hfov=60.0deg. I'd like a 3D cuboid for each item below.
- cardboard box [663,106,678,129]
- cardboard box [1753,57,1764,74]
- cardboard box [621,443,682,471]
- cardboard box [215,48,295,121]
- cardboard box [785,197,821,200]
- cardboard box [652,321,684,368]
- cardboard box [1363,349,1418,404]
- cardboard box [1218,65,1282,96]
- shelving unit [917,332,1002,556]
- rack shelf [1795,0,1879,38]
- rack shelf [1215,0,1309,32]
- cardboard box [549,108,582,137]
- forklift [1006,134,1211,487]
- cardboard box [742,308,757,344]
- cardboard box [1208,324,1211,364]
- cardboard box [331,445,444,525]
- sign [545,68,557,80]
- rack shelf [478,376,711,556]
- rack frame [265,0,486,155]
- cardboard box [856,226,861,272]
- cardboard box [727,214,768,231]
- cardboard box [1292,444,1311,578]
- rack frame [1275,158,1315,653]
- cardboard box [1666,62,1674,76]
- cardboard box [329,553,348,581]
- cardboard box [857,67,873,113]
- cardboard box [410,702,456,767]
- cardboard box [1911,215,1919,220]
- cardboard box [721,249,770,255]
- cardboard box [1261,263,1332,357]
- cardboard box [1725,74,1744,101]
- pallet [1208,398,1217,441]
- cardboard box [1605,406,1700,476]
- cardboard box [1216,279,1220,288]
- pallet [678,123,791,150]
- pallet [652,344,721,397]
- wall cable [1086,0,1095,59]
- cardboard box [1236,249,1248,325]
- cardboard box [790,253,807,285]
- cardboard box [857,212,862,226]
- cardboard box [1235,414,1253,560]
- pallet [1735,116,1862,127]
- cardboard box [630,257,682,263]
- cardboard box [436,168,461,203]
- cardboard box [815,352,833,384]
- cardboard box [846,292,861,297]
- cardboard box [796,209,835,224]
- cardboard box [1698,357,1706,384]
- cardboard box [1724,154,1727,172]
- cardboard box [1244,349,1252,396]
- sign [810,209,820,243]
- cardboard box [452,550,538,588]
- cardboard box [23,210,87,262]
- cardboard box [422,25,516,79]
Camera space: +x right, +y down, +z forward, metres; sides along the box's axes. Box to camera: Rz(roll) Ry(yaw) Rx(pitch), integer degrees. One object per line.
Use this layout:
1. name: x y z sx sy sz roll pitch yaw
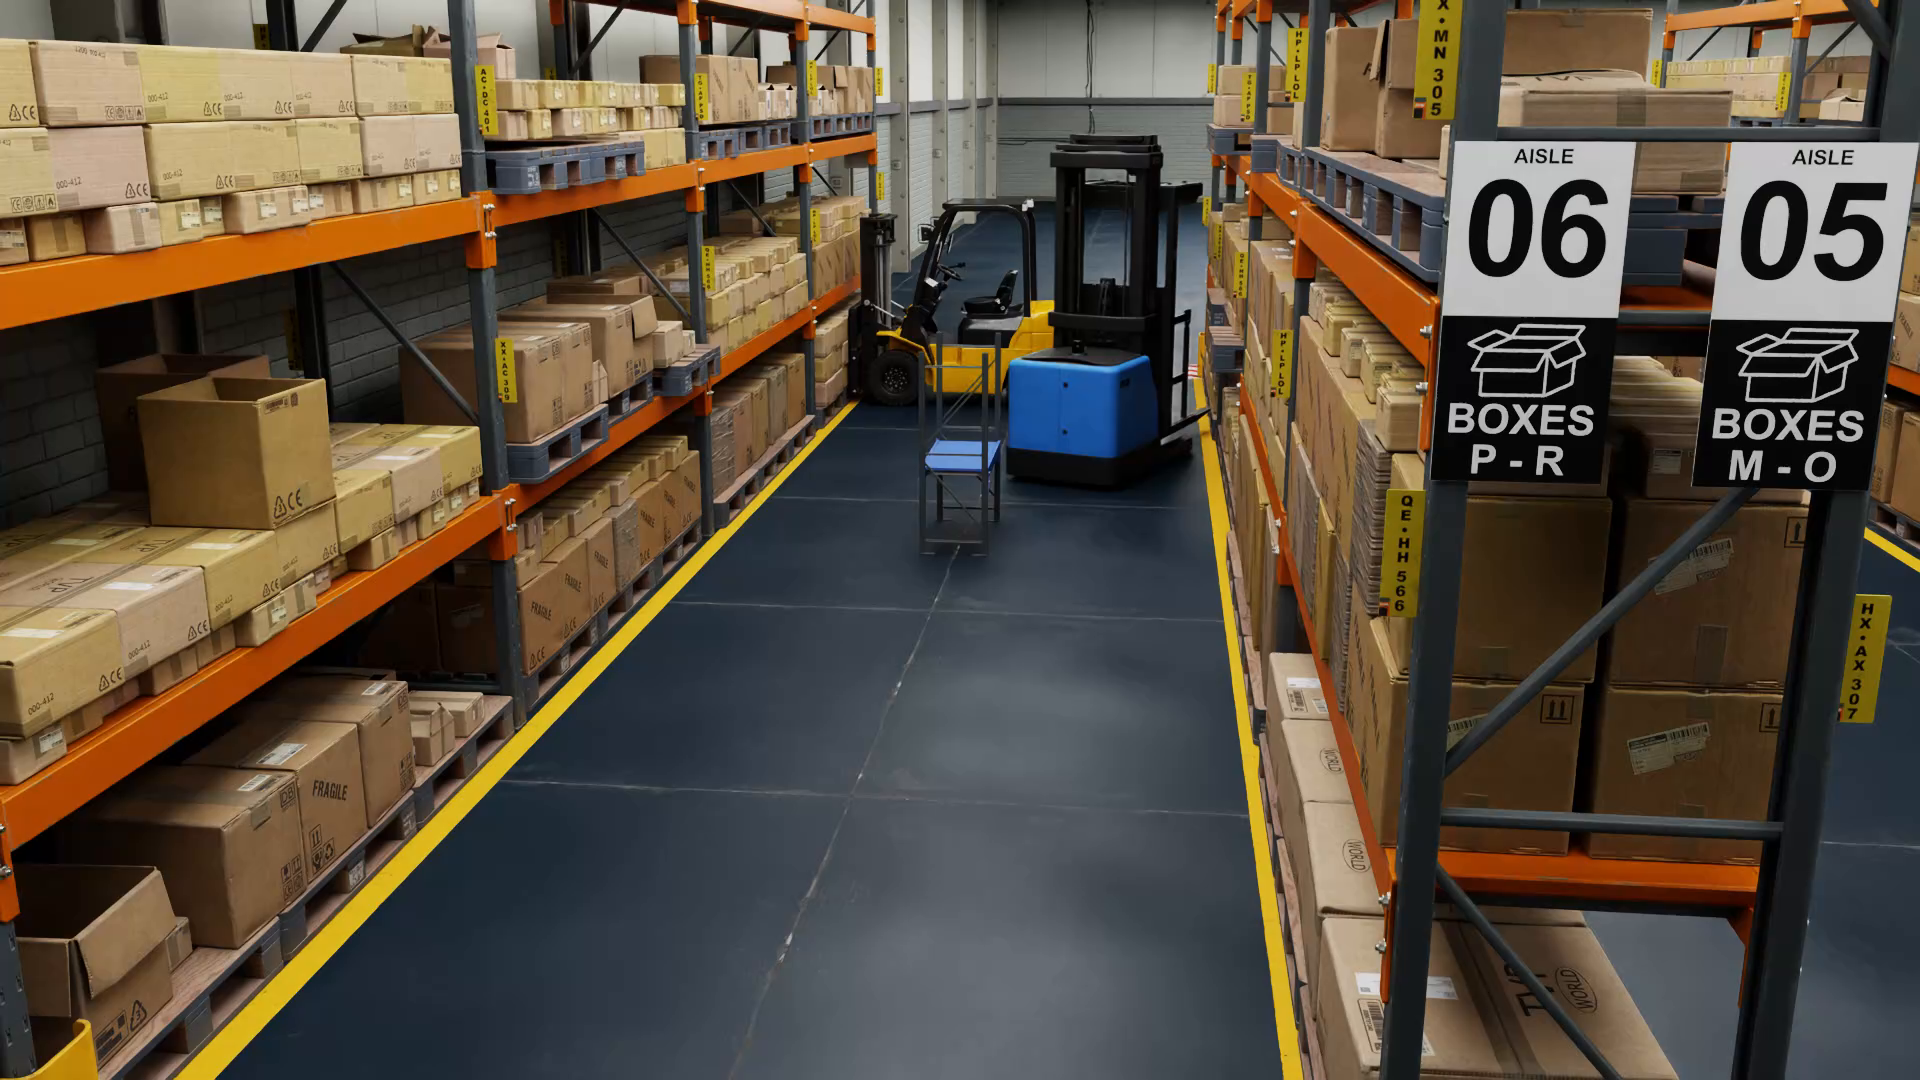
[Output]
1. cardboard box: -2.196 -2.961 11.645 0.380 0.149 0.250 2 15 7
2. cardboard box: 7.701 -4.463 15.630 0.380 0.149 0.250 2 15 6
3. cardboard box: -2.199 -0.594 11.855 0.380 0.149 0.250 1 15 3
4. cardboard box: -2.831 -1.680 6.143 0.500 0.250 0.500 2 15 8
5. cardboard box: -1.835 -3.924 19.425 0.380 0.149 0.250 2 15 8
6. cardboard box: -2.192 -1.340 11.352 0.500 0.250 0.500 1 15 4
7. cardboard box: 1.566 -0.548 5.592 0.380 0.149 0.250 2 15 8
8. cardboard box: 2.478 -3.935 14.246 0.500 0.250 0.500 1 15 5
9. shelving unit: 0.010 -0.746 12.548 0.538 1.500 1.048 2 15 6
10. rack shelf: 7.693 -4.102 12.737 1.077 0.370 4.000 2 15 6
11. rack shelf: 3.214 -5.450 16.964 1.077 0.370 4.000 2 15 6
12. cardboard box: -2.309 -2.296 9.146 0.380 0.149 0.250 2 15 7
13. forklift: 1.527 -2.209 15.218 1.130 2.935 3.031 8 17 26
14. cardboard box: -1.989 -1.792 13.830 0.500 0.250 0.500 1 15 4
15. cardboard box: 2.953 -2.187 18.029 0.500 0.500 0.500 2 15 7
16. cardboard box: -2.703 -0.257 7.582 0.500 0.250 0.500 2 15 6
17. sign: -2.946 -3.247 12.034 0.100 0.325 0.005 2 15 6
18. rack shelf: -2.621 -0.626 10.610 1.077 0.370 4.000 2 15 6
19. rack frame: -2.846 -3.351 7.815 1.000 3.000 0.127 2 15 6
20. cardboard box: -1.355 -3.346 19.098 0.500 0.500 0.500 2 15 8
21. cardboard box: -2.138 -3.190 16.710 0.380 0.149 0.250 1 15 5
22. cardboard box: 1.712 -0.114 7.144 0.500 0.500 0.500 2 15 7
23. rack frame: 2.086 -0.310 8.061 1.000 3.000 0.127 2 15 6
24. cardboard box: 8.016 -5.188 18.313 0.380 0.149 0.250 2 15 7
25. cardboard box: -2.842 0.091 7.062 0.380 0.149 0.250 2 15 7
26. cardboard box: -1.300 -5.193 19.185 0.500 0.500 0.500 2 15 8
27. cardboard box: -2.658 0.908 7.991 0.396 0.266 0.258 2 15 8
28. cardboard box: 7.755 -2.403 13.693 0.700 0.500 0.500 2 15 7
29. cardboard box: -1.876 -2.464 14.593 0.380 0.149 0.250 2 15 7
30. cardboard box: 2.058 -1.364 9.853 0.500 0.500 0.500 2 15 7
31. cardboard box: 7.835 -4.431 16.278 0.500 0.250 0.500 2 15 6
32. pallet: 3.029 -1.214 16.746 1.003 0.211 1.213 2 15 6
33. cardboard box: 1.909 -0.270 4.566 0.380 0.149 0.250 2 15 8
34. cardboard box: 2.834 -2.619 17.084 0.380 0.149 0.250 1 15 5
35. pallet: -2.030 -3.656 15.058 0.805 0.209 1.217 1 15 4
36. pallet: -2.402 -1.222 11.802 1.213 0.211 1.003 2 15 6
37. wall cable: 5.253 -15.675 49.663 3.097 2.526 0.112 2 15 6
38. cardboard box: 2.312 -1.868 12.257 0.500 0.500 0.500 1 15 5
39. cardboard box: -1.745 -2.564 15.727 0.500 0.250 0.500 1 15 5
40. cardboard box: -1.342 -3.698 19.157 0.380 0.149 0.250 2 15 7
41. cardboard box: 2.377 -0.348 11.467 0.875 0.875 0.875 2 15 6
42. pallet: 8.021 -3.882 15.696 1.003 0.211 1.213 2 15 6
43. cardboard box: -2.541 -2.279 13.910 0.380 0.149 0.250 1 15 5
44. cardboard box: -2.593 -1.680 7.862 0.380 0.149 0.250 2 15 6
45. cardboard box: -1.582 -1.763 16.941 0.500 0.250 0.500 2 15 6
46. cardboard box: -1.234 -2.797 19.806 0.500 0.250 0.500 2 15 8
47. cardboard box: -1.520 -3.378 17.402 0.380 0.149 0.250 1 15 5
48. cardboard box: 8.157 -1.837 16.975 0.875 0.875 0.875 2 15 7
49. cardboard box: 1.986 -1.125 4.816 0.380 0.149 0.250 2 15 8
50. cardboard box: 2.232 -1.155 11.475 0.500 0.250 0.500 1 15 5
51. sign: -1.403 -3.037 16.081 0.100 0.325 0.005 2 15 6
52. cardboard box: -2.542 0.151 9.100 0.380 0.149 0.250 2 15 9
53. cardboard box: -2.981 -0.955 5.182 0.380 0.149 0.250 2 15 7
54. cardboard box: -2.465 -2.444 8.330 0.396 0.266 0.258 2 15 6
